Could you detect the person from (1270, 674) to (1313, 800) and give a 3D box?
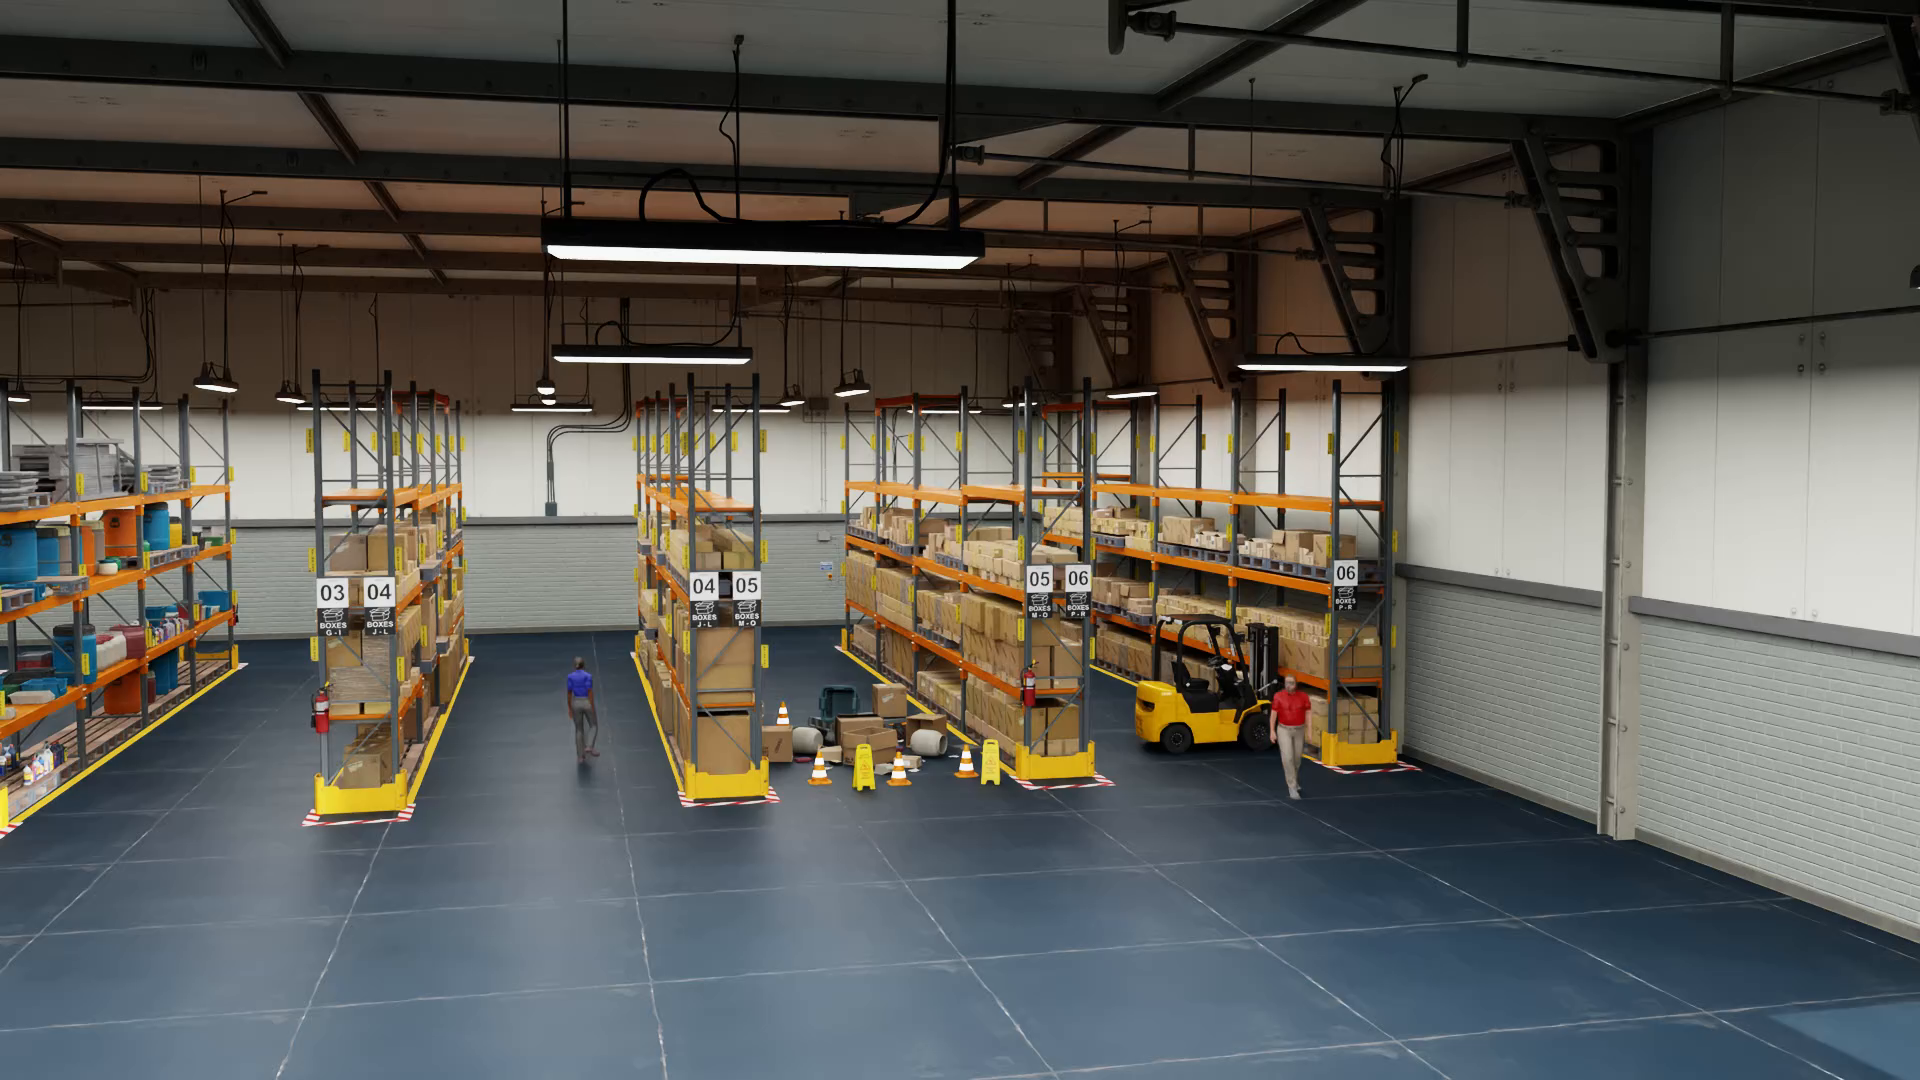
[{"bbox_3d":[4.754,2.796,23.741,0.560,1.765,0.771,0,3,-7],"label":"person"}]

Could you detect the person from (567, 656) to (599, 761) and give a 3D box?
[{"bbox_3d":[-5.944,2.712,26.225,0.505,1.540,0.457,0,3,-5],"label":"person"}]
